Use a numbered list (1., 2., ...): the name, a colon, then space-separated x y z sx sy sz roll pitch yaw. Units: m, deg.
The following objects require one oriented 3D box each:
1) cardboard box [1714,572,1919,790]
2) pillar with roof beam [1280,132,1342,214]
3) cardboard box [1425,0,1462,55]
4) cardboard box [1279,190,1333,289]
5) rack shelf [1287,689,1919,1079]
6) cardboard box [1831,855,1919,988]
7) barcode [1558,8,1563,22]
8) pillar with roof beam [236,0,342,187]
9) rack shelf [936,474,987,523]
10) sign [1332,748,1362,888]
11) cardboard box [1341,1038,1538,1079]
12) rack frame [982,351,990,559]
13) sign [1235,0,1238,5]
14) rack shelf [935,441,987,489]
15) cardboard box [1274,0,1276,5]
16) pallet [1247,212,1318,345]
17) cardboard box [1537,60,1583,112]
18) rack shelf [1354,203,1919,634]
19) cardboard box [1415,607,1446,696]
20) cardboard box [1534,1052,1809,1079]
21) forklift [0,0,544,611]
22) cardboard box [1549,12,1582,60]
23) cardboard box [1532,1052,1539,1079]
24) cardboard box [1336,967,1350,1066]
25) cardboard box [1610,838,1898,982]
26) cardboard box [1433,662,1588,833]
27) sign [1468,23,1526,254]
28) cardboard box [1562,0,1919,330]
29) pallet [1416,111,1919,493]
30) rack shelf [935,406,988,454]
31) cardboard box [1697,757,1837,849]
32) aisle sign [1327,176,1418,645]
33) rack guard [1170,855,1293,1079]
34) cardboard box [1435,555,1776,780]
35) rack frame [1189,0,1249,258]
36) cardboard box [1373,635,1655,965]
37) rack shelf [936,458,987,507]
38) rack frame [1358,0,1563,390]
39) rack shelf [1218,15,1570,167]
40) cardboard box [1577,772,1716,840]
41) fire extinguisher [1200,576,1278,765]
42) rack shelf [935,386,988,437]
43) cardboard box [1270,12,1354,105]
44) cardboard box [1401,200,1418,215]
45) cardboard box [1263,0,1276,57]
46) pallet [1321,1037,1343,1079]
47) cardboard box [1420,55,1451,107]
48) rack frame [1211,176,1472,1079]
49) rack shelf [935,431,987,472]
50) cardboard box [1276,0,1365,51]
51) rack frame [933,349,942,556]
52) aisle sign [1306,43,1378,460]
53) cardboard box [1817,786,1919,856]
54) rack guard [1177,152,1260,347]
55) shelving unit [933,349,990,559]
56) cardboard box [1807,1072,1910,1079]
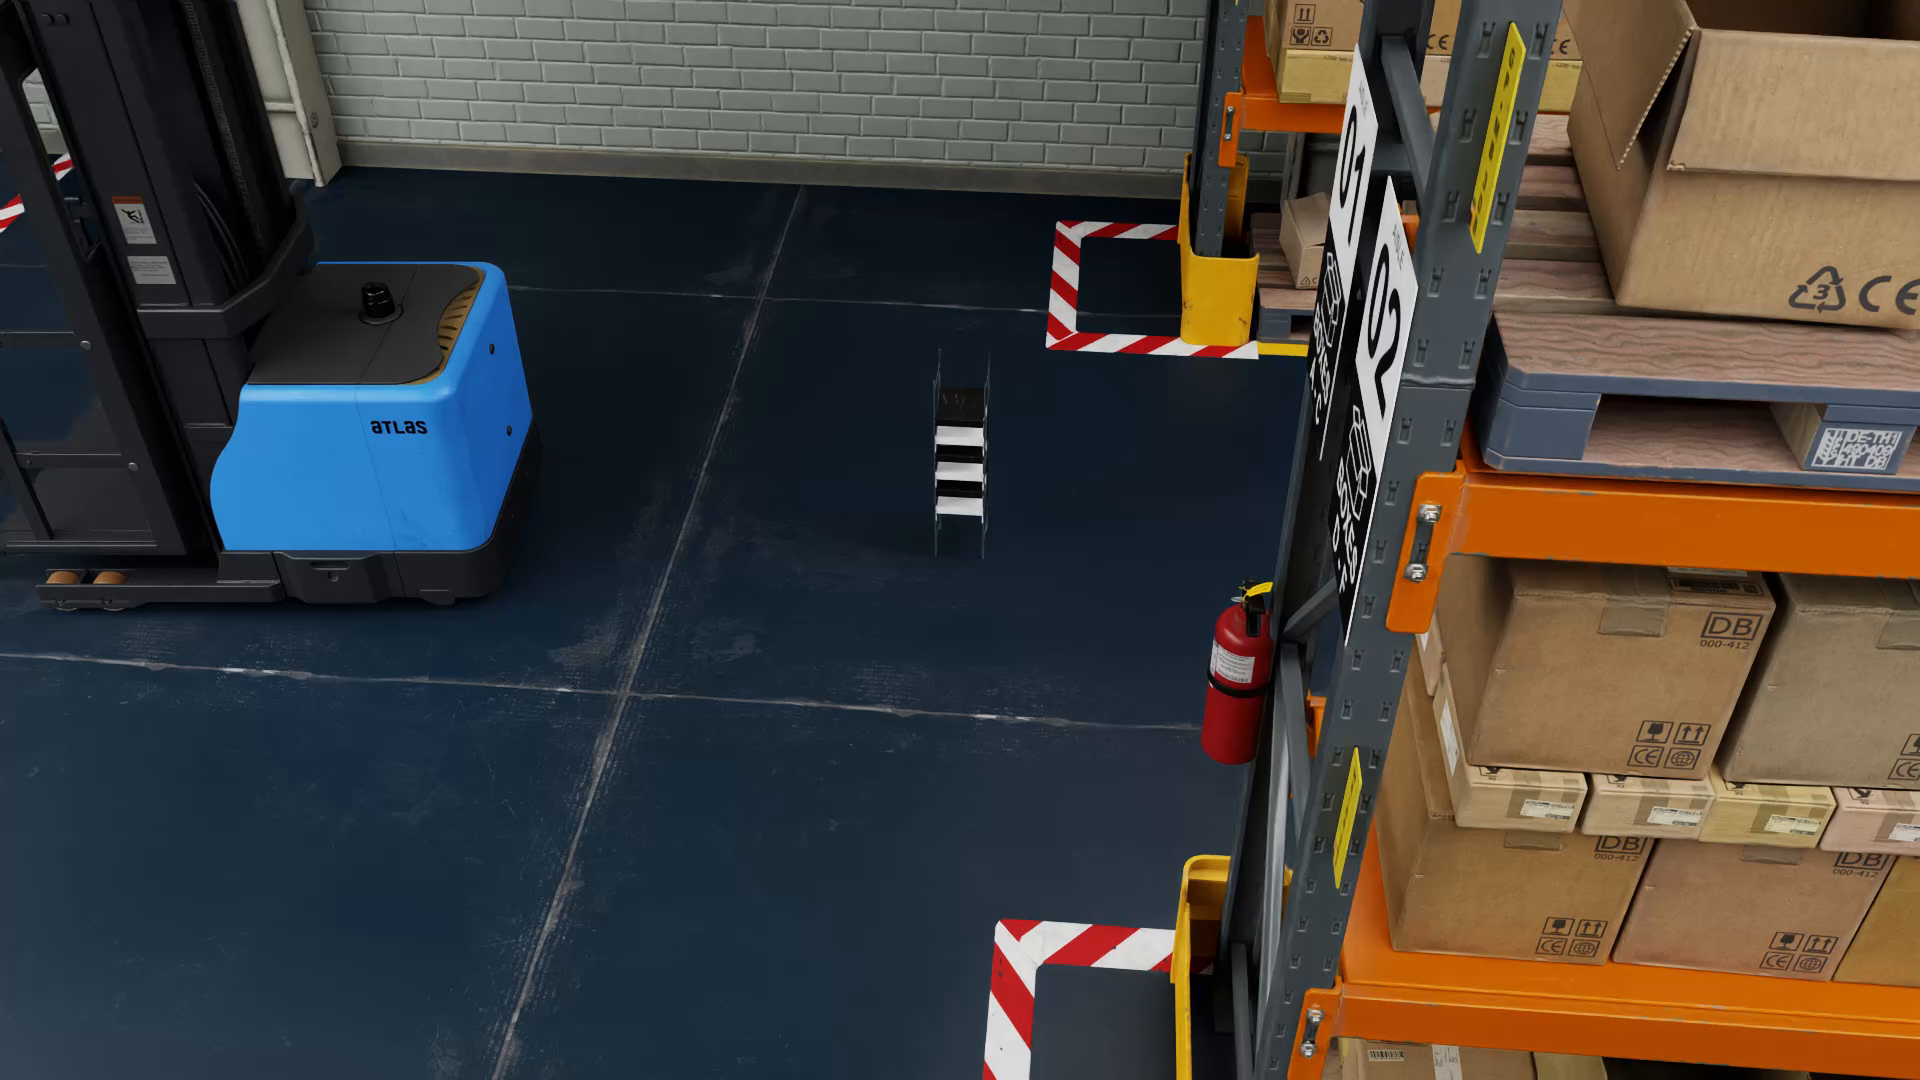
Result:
1. cardboard box: 1.890 0.112 3.630 0.500 0.500 0.700 2 39 3
2. pillar with roof beam: 1.673 -2.649 3.376 0.400 9.000 9.100 3 39 4
3. cardboard box: 2.214 -2.516 7.474 0.500 0.500 0.500 3 39 4
4. cardboard box: 1.954 -1.557 8.569 0.500 0.311 0.500 -1 39 -1
5. rack shelf: 2.841 0.980 4.240 4.000 0.370 1.077 3 39 4
6. cardboard box: 2.331 0.643 4.005 0.500 0.500 0.700 3 39 4
7. barcode: 1.191 -1.083 3.369 0.075 0.075 0.001 3 39 4
8. pillar with roof beam: -4.304 -2.976 3.777 0.400 9.000 9.100 3 39 4
9. rack shelf: 0.008 -0.183 7.100 0.200 0.077 0.258 3 39 4
10. sign: 0.795 0.574 3.420 0.005 0.325 0.100 3 39 4
11. cardboard box: 1.364 1.665 4.674 0.500 0.250 0.500 3 39 4
12. rack frame: 0.109 -0.343 6.959 0.006 0.900 0.240 3 39 4
13. sign: 1.226 -2.518 7.282 0.005 0.325 0.100 3 39 4
14. rack shelf: 0.008 -0.323 6.986 0.200 0.077 0.258 3 39 4
15. cardboard box: 1.761 -2.872 7.911 0.500 0.500 0.500 3 39 3
16. pallet: 2.155 -1.372 8.768 1.213 0.211 1.003 3 39 4
17. cardboard box: 2.757 -2.196 7.675 0.500 0.250 0.500 3 39 3
18. rack shelf: 2.841 -0.183 3.293 4.000 0.370 1.077 3 39 4
19. cardboard box: 1.246 0.203 4.032 0.250 0.149 0.380 3 39 3
20. cardboard box: 1.862 1.400 4.406 0.500 0.500 0.500 3 39 4
21. forklift: -3.413 -1.178 6.375 3.031 2.935 1.130 0 39 0
22. cardboard box: 2.728 -2.484 7.434 0.500 0.500 0.500 2 39 2
23. cardboard box: 1.862 1.689 4.644 0.500 0.250 0.500 3 39 4
24. cardboard box: 1.409 1.339 5.075 0.500 0.250 0.500 3 39 4
25. cardboard box: 1.836 0.612 4.043 0.500 0.500 0.700 4 39 5
26. cardboard box: 1.221 0.458 3.718 0.250 0.149 0.380 3 39 4
27. sign: 0.795 -0.592 2.470 0.005 0.325 0.100 3 39 4
28. cardboard box: 1.421 -0.795 2.949 0.637 0.503 0.797 6 39 7
29. pallet: 1.551 -0.482 3.160 1.213 0.211 1.003 3 39 4
30. rack shelf: 0.008 -0.462 6.873 0.200 0.077 0.258 3 39 4
31. cardboard box: 1.733 0.486 3.684 0.250 0.149 0.380 3 39 4
32. aisle sign: 0.757 -0.227 3.094 0.004 0.787 0.394 3 39 4
33. rack guard: 0.825 1.560 4.937 0.348 0.500 1.175 3 39 4
34. cardboard box: 1.366 0.086 3.661 0.500 0.500 0.700 3 39 4
35. rack frame: 1.273 -2.524 7.974 0.127 3.000 1.000 3 39 4
36. cardboard box: 1.313 0.587 4.074 0.500 0.500 0.700 3 39 4
37. rack shelf: 0.008 -0.253 7.043 0.200 0.077 0.258 3 39 4
38. rack frame: 0.849 -1.735 2.253 0.127 3.000 1.000 3 39 4
39. rack shelf: 3.265 -2.136 8.068 4.000 0.370 1.077 3 39 4
40. cardboard box: 1.485 0.471 3.702 0.250 0.149 0.380 2 39 3
41. fire extinguisher: 0.771 0.323 4.538 0.183 0.674 0.296 3 39 4
42. rack shelf: 0.008 -0.532 6.816 0.200 0.077 0.258 3 39 4
43. cardboard box: 1.731 -2.247 7.738 0.500 0.250 0.500 2 39 3
44. cardboard box: 2.522 -1.526 8.530 0.500 0.311 0.500 6 40 8
45. cardboard box: 1.755 -2.570 8.134 0.500 0.250 0.500 4 39 4
46. pallet: 1.614 1.689 5.008 1.213 0.211 1.003 3 39 4
47. cardboard box: 2.250 -2.228 7.714 0.500 0.250 0.500 2 39 2
48. rack frame: 0.849 0.592 4.147 0.127 3.000 1.000 3 39 4
49. rack shelf: 0.008 -0.393 6.930 0.200 0.077 0.258 3 39 4
50. cardboard box: 1.722 -2.549 7.515 0.500 0.500 0.500 3 39 4
51. rack frame: -0.093 -0.354 6.972 0.006 0.900 0.240 3 39 4
52. aisle sign: 0.809 -0.605 3.557 0.004 0.787 0.394 3 39 4
53. cardboard box: 1.984 0.501 3.666 0.250 0.149 0.380 3 39 3
54. rack guard: 1.348 -1.550 8.758 0.348 0.500 1.175 3 39 4
55. shelving unit: 0.008 -0.349 6.965 0.210 0.900 0.258 3 39 4
56. cardboard box: 2.362 1.419 4.382 0.500 0.500 0.500 3 39 4
